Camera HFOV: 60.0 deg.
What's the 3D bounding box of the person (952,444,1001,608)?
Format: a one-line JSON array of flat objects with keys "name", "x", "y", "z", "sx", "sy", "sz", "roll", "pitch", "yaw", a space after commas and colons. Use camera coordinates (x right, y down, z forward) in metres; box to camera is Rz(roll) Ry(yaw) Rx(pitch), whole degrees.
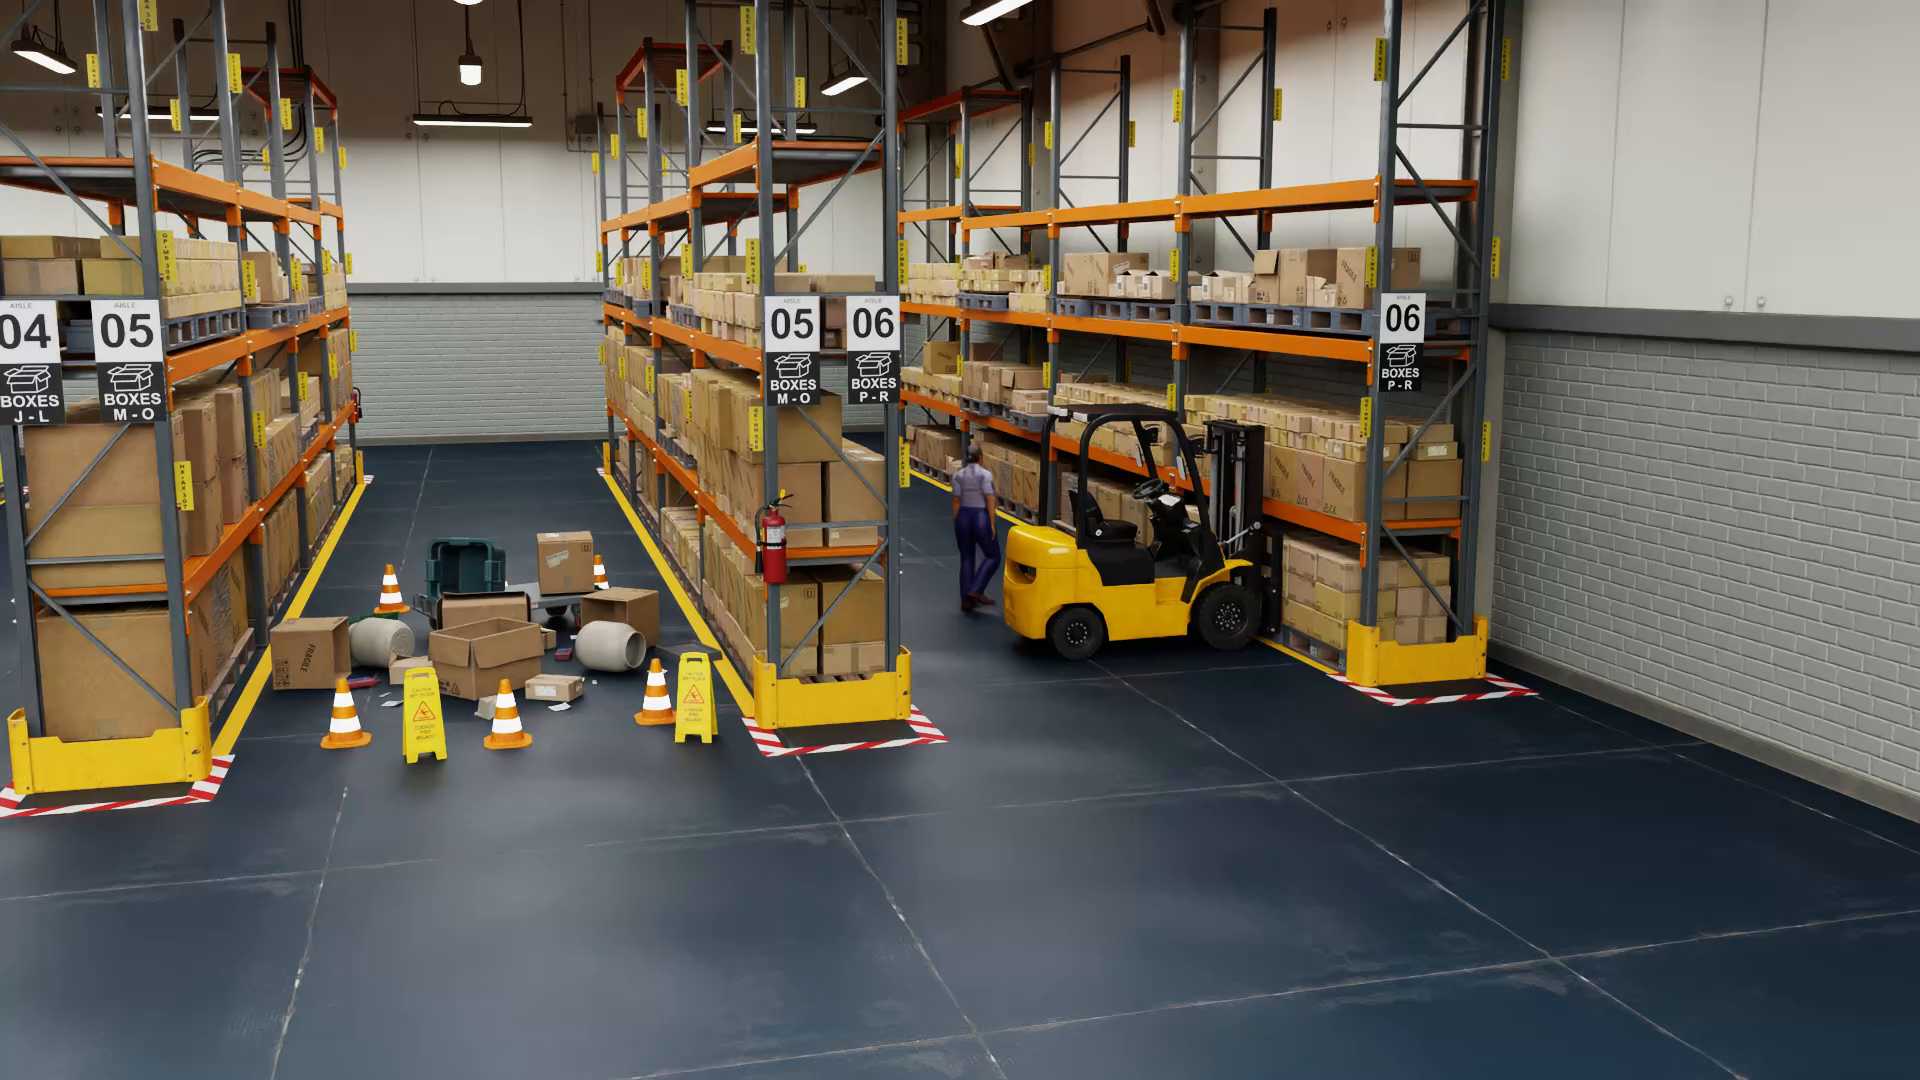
[{"name": "person", "x": 0.135, "y": -0.119, "z": 16.663, "sx": 0.522, "sy": 1.619, "sz": 0.477, "roll": 4, "pitch": 10, "yaw": 25}]
